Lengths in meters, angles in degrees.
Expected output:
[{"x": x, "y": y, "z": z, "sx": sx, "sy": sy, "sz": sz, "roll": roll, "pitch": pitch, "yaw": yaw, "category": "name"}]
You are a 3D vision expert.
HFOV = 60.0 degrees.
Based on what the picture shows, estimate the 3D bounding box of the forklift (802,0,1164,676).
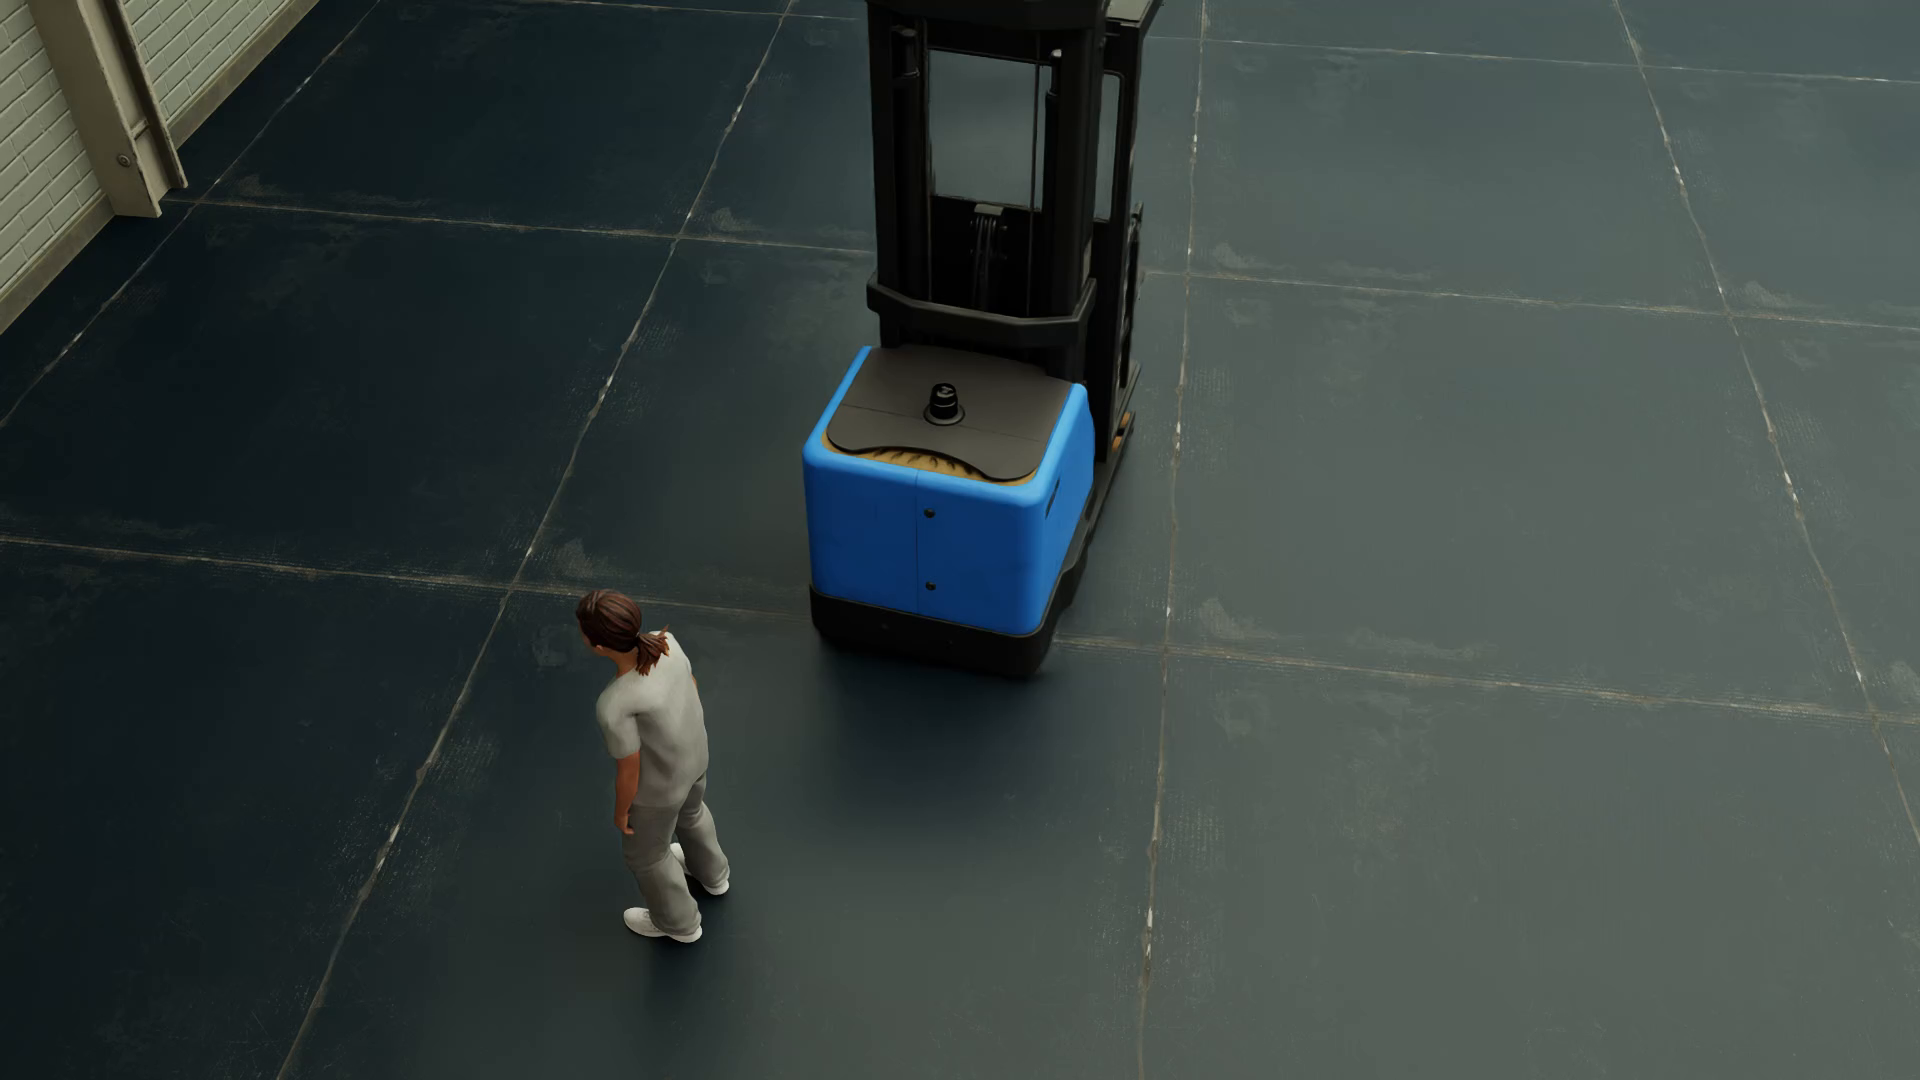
[{"x": 0.257, "y": -1.507, "z": 7.364, "sx": 1.130, "sy": 2.935, "sz": 3.031, "roll": 12, "pitch": 44, "yaw": 12, "category": "forklift"}]

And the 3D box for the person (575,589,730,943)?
[{"x": -1.059, "y": 0.795, "z": 5.790, "sx": 0.362, "sy": 1.671, "sz": 0.496, "roll": 16, "pitch": 45, "yaw": 17, "category": "person"}]
